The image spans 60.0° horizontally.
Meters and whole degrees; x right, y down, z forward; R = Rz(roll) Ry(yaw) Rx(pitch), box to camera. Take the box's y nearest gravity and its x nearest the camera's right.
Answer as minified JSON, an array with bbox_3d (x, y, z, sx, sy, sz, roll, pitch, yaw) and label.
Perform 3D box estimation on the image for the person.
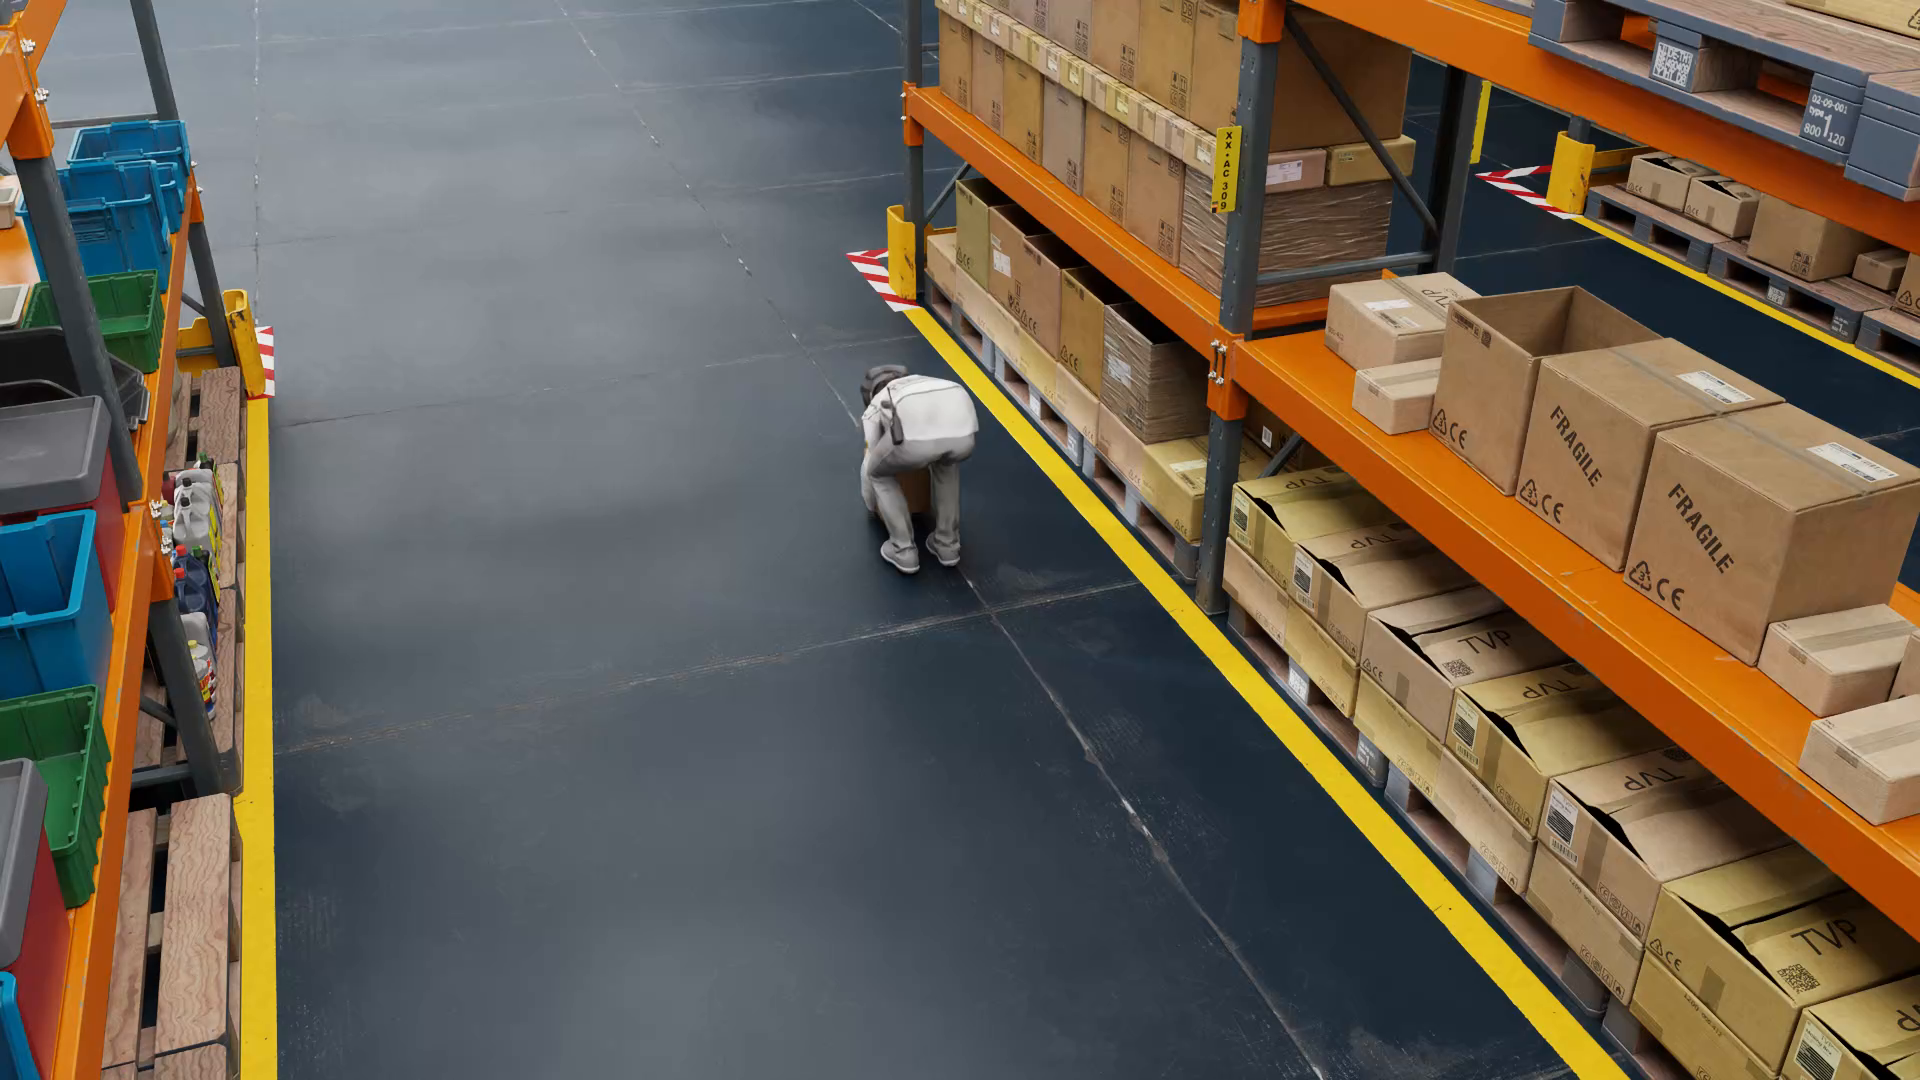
[{"bbox_3d":[-0.217,-0.361,7.499,0.438,0.919,0.880,-12,32,-20],"label":"person"}]
